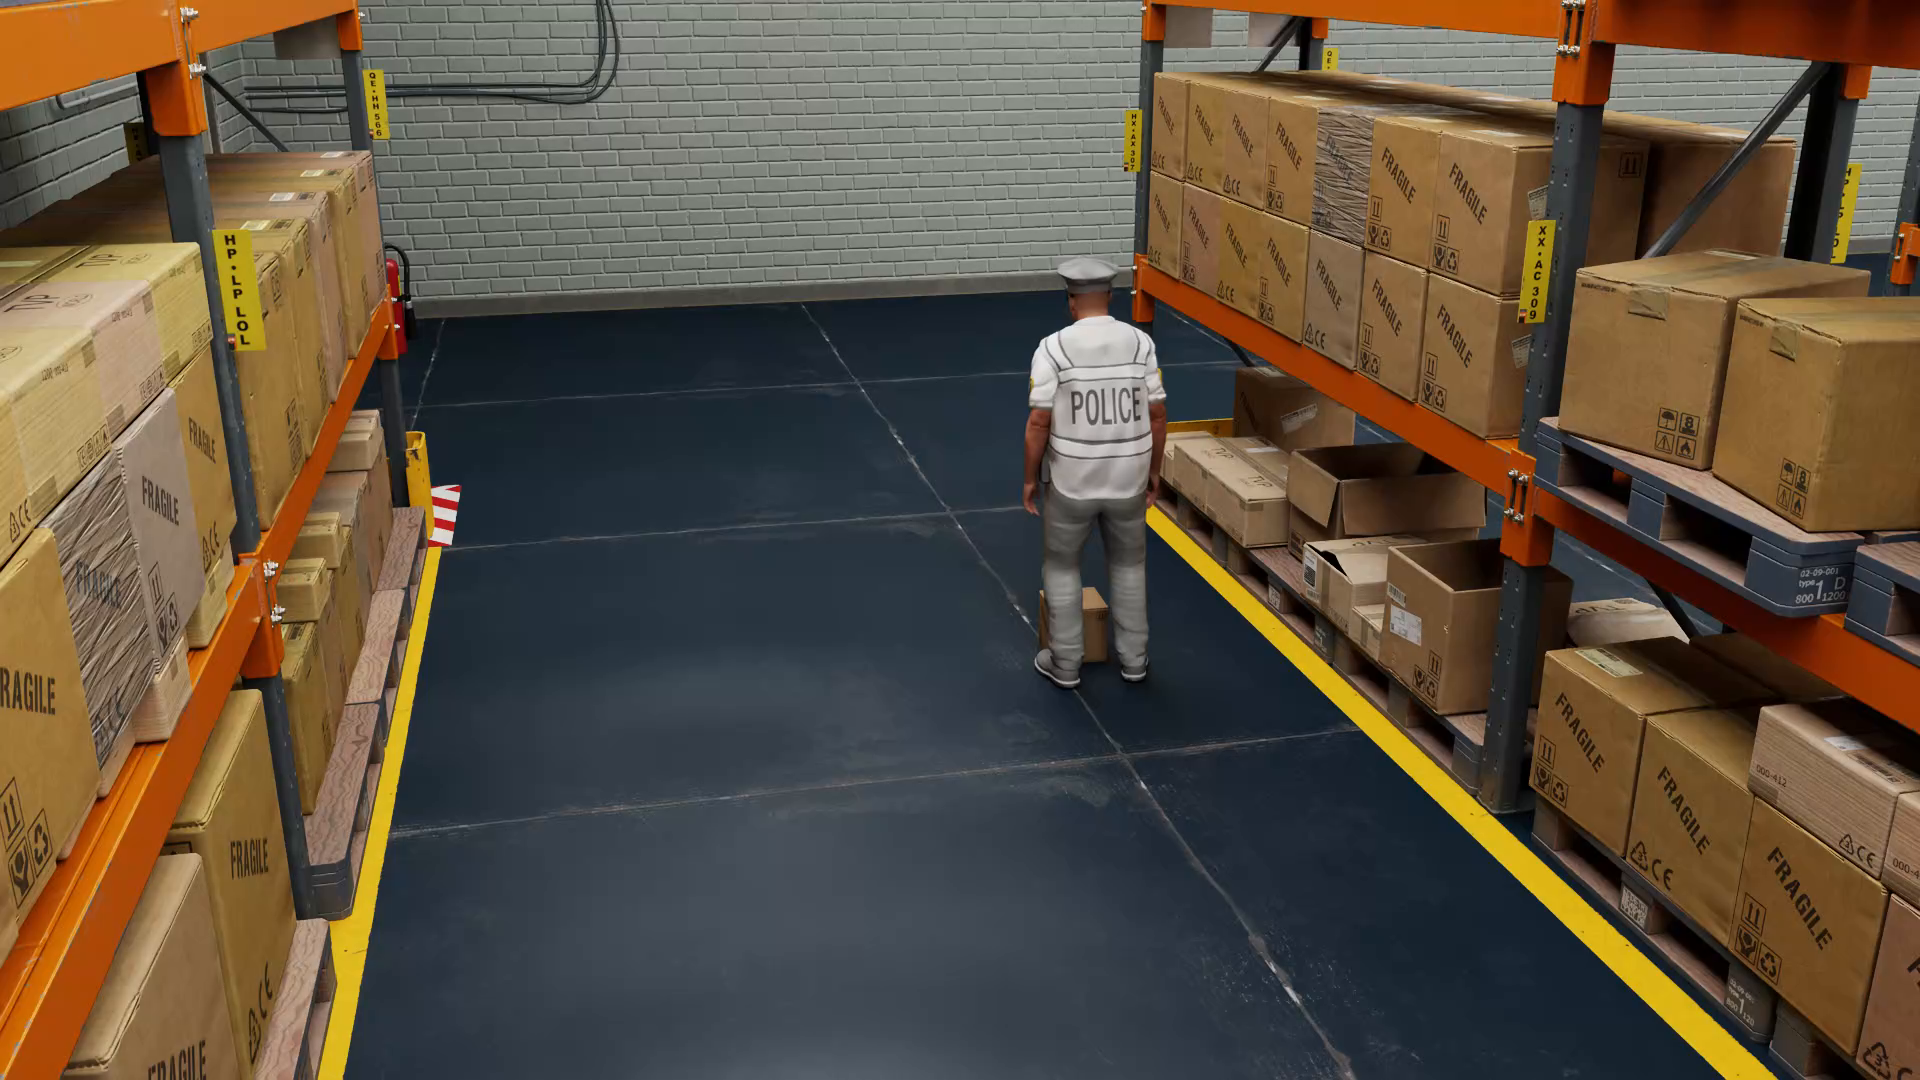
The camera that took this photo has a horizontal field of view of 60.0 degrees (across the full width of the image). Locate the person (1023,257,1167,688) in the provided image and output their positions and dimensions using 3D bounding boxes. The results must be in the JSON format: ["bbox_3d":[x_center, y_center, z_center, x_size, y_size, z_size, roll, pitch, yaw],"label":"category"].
[{"bbox_3d":[0.546,-0.245,6.752,0.590,1.748,0.435,-4,20,-10],"label":"person"}]
